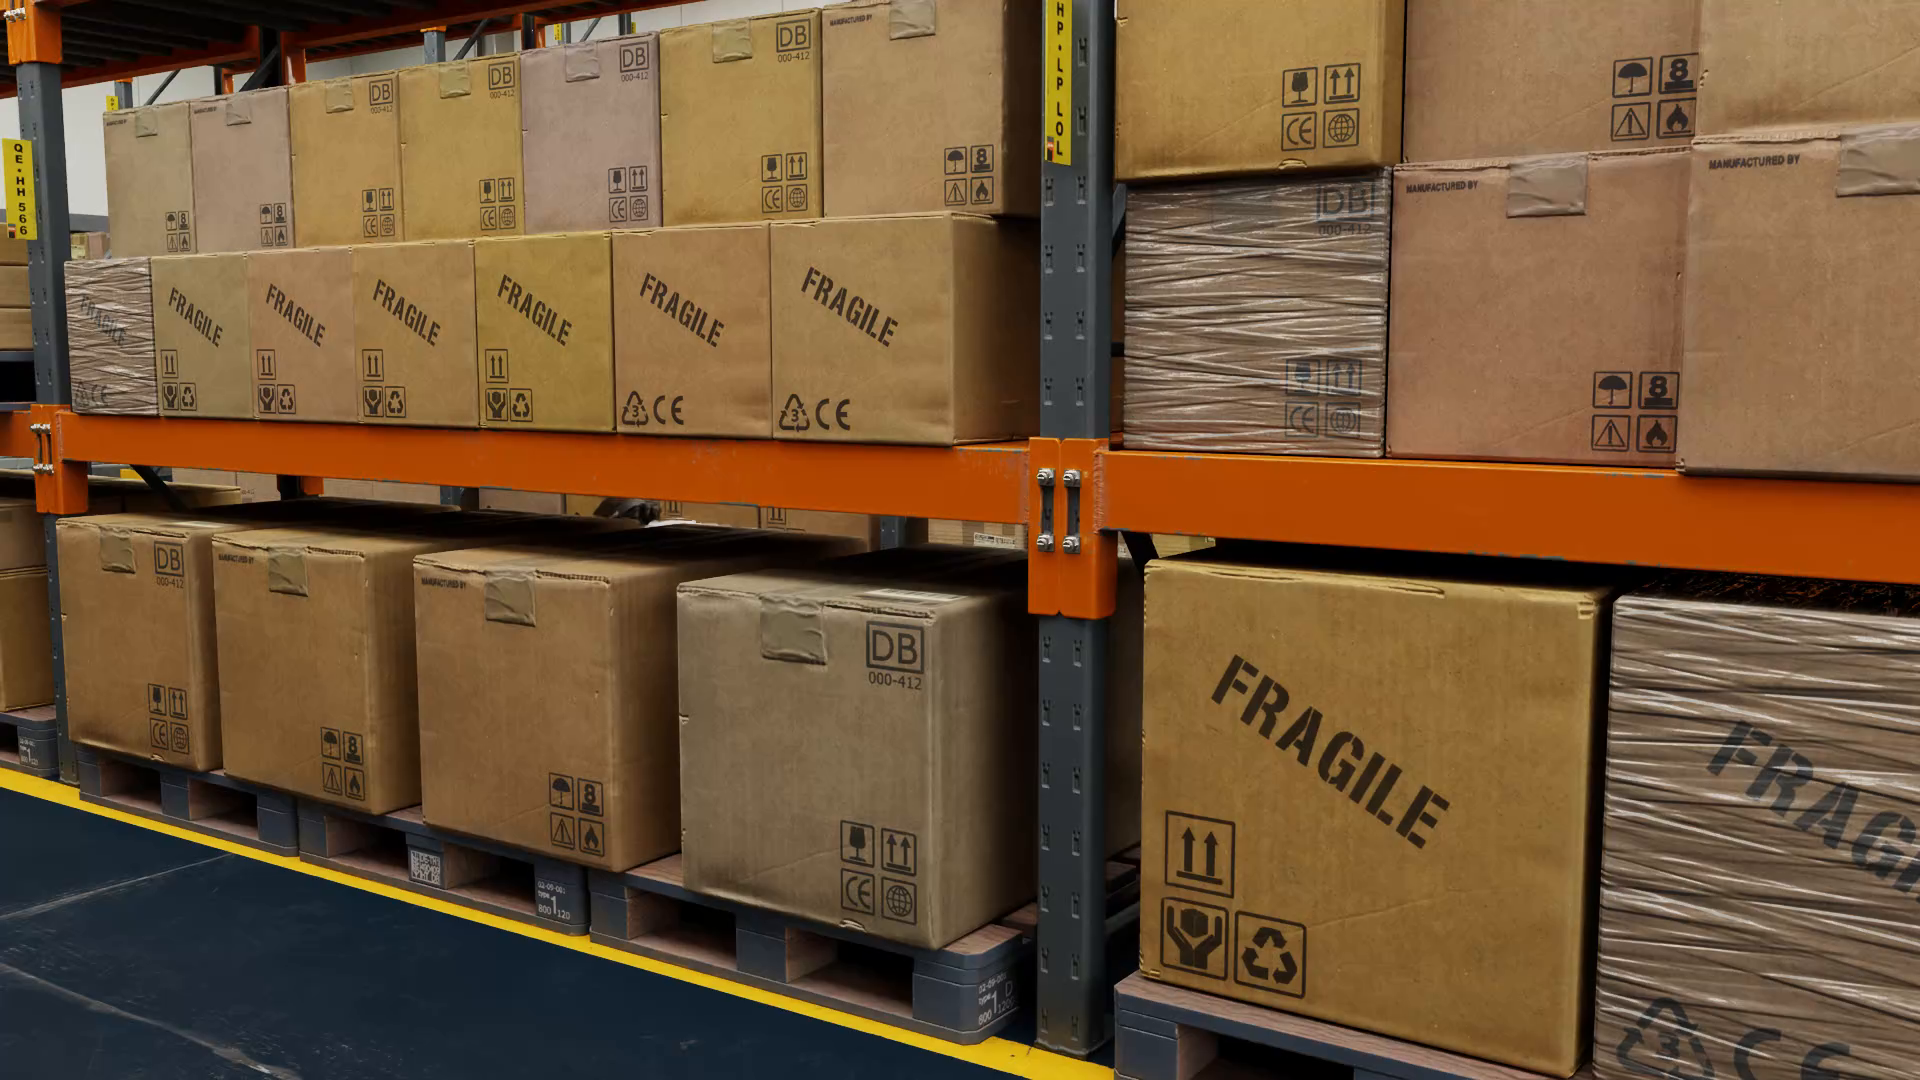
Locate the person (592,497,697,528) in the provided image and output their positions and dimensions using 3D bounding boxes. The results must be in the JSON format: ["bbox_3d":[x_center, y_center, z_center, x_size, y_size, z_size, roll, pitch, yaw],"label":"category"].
[{"bbox_3d":[-1.106,0.273,6.696,0.820,0.975,0.488,4,8,33],"label":"person"}]
